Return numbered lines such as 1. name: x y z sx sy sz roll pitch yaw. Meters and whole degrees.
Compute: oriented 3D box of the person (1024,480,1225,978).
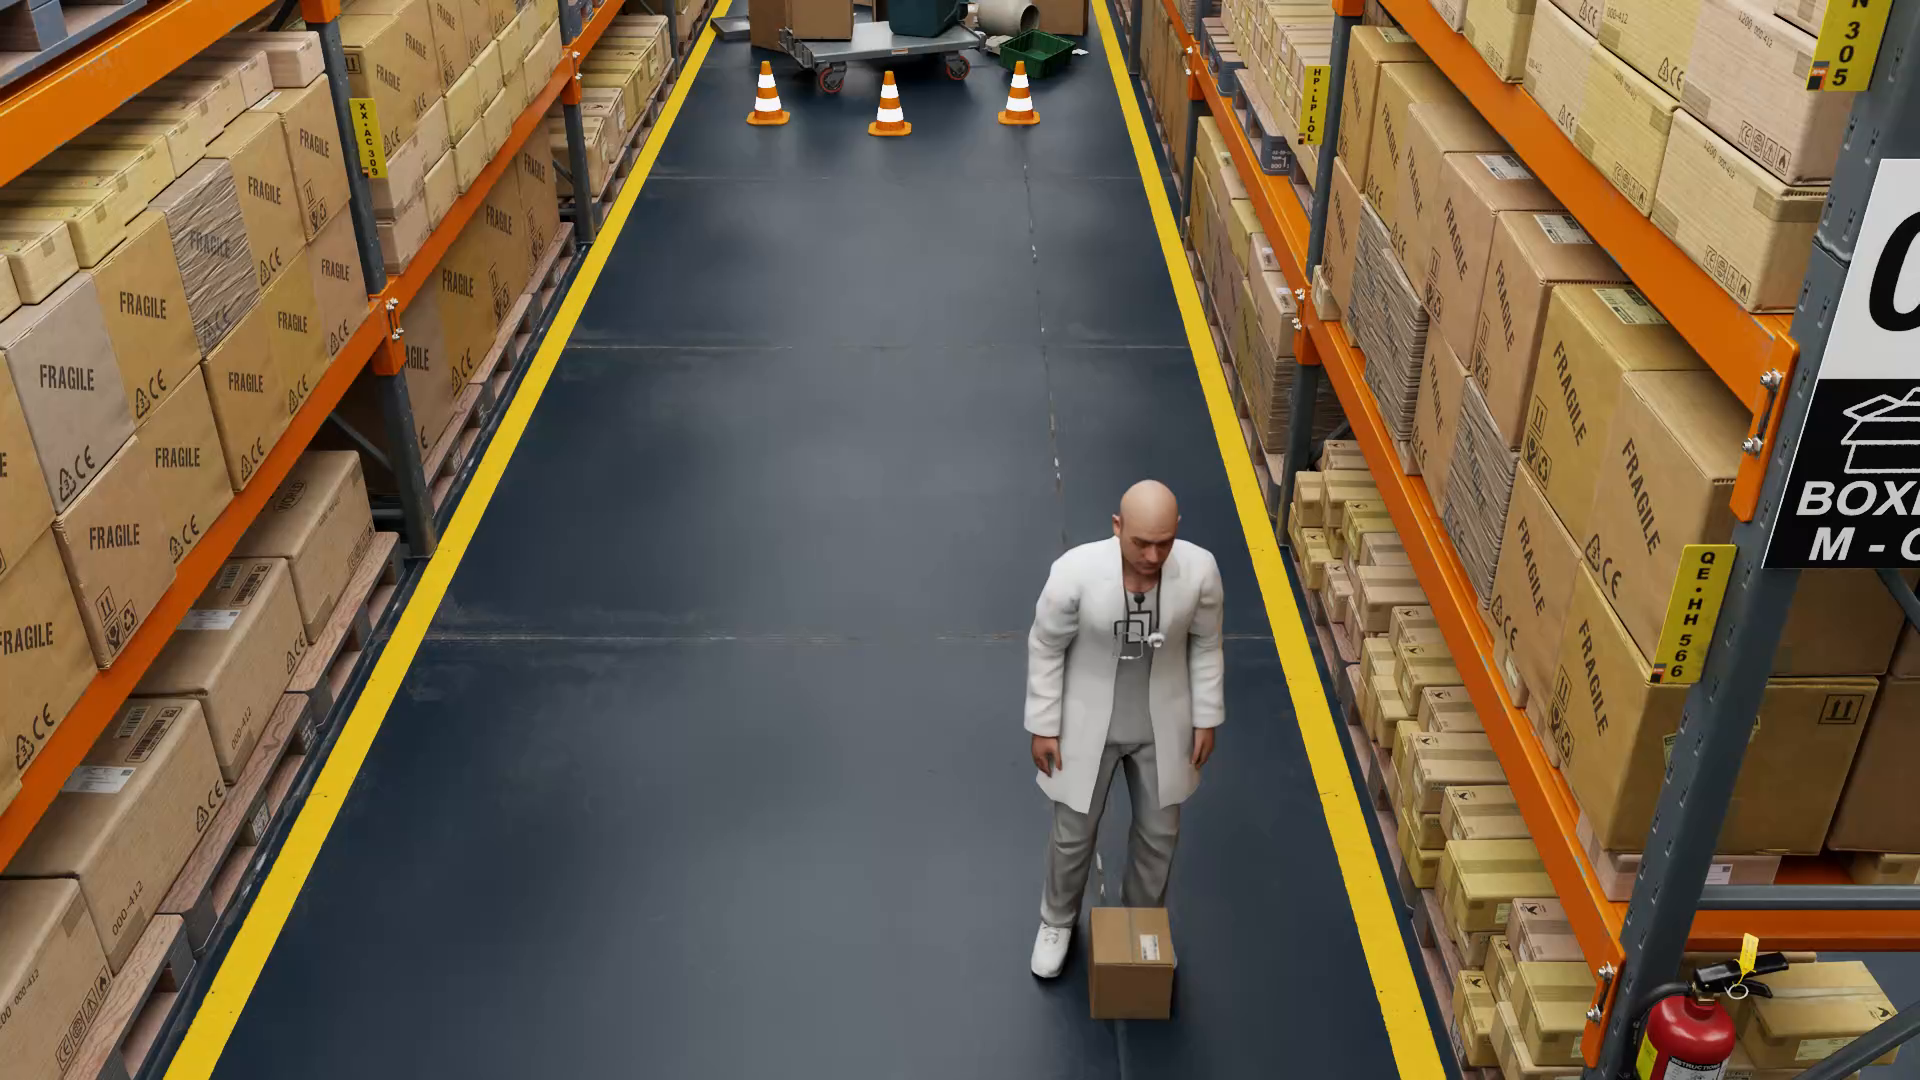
1. person: 0.512 0.583 5.183 0.633 1.773 0.430 -2 31 -4
